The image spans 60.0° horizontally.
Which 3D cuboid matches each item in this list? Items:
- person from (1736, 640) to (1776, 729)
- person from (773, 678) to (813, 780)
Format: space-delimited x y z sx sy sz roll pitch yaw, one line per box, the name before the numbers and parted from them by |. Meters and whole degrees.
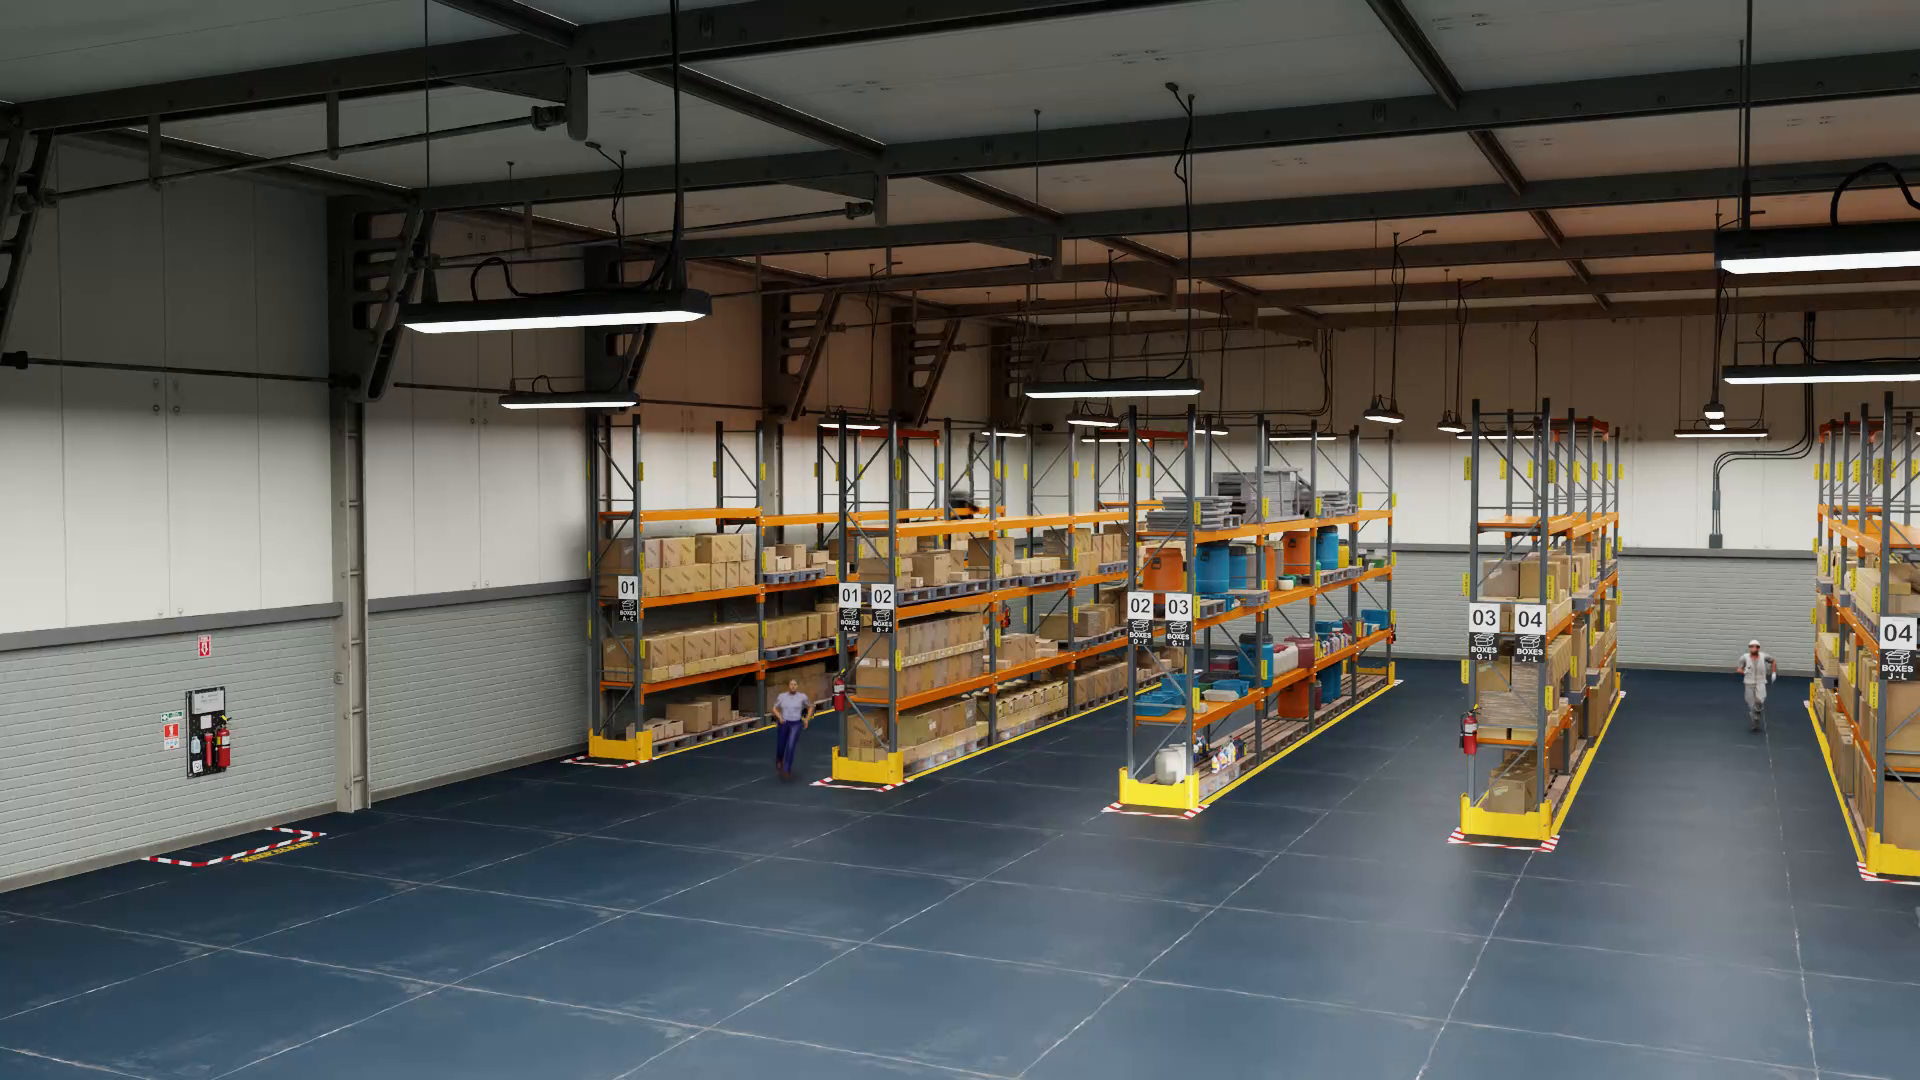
person | 15.333 2.784 32.025 0.700 1.730 0.792 1 3 24
person | -2.749 3.081 27.345 0.661 1.638 0.770 0 2 -1
